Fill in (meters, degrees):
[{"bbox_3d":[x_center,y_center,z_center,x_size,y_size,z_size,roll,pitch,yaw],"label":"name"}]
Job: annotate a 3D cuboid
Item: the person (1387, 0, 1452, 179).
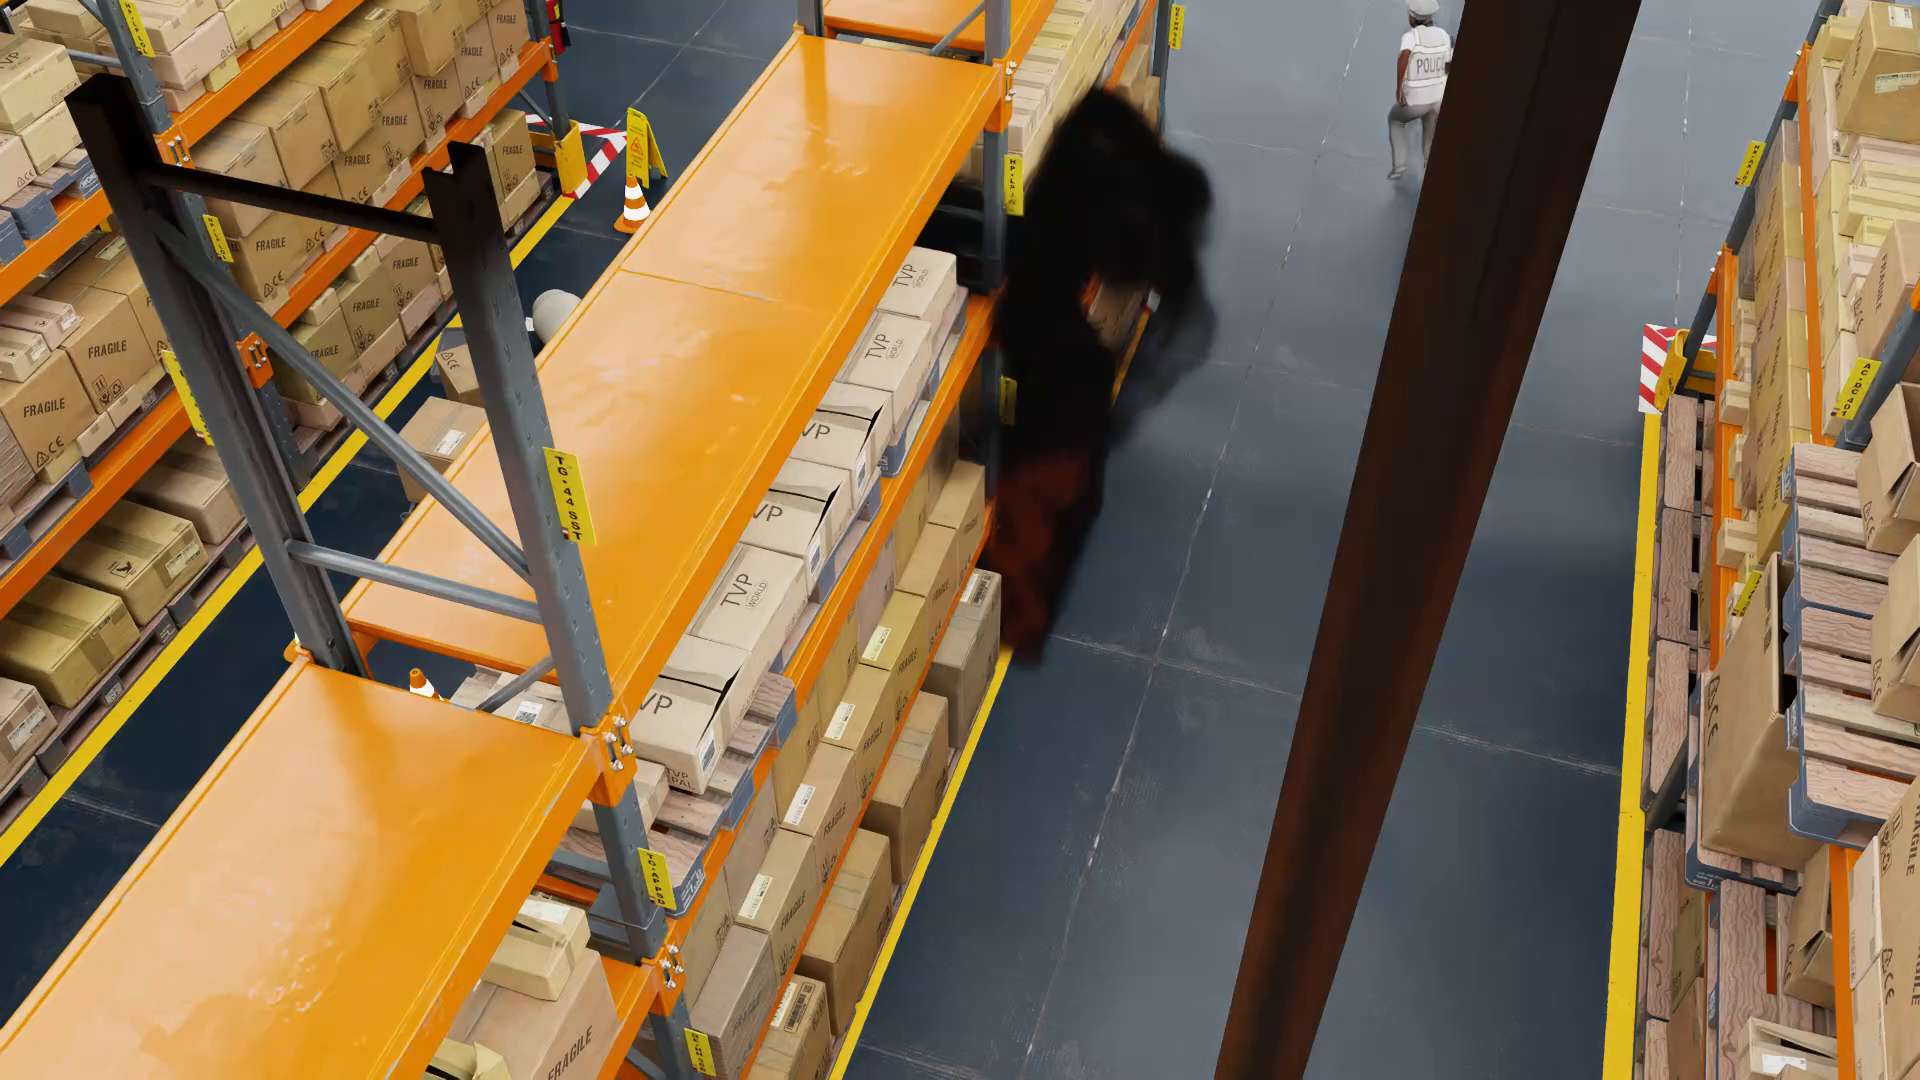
[{"bbox_3d":[3.731,-3.486,13.494,0.613,1.589,0.958,-13,47,-12],"label":"person"}]
